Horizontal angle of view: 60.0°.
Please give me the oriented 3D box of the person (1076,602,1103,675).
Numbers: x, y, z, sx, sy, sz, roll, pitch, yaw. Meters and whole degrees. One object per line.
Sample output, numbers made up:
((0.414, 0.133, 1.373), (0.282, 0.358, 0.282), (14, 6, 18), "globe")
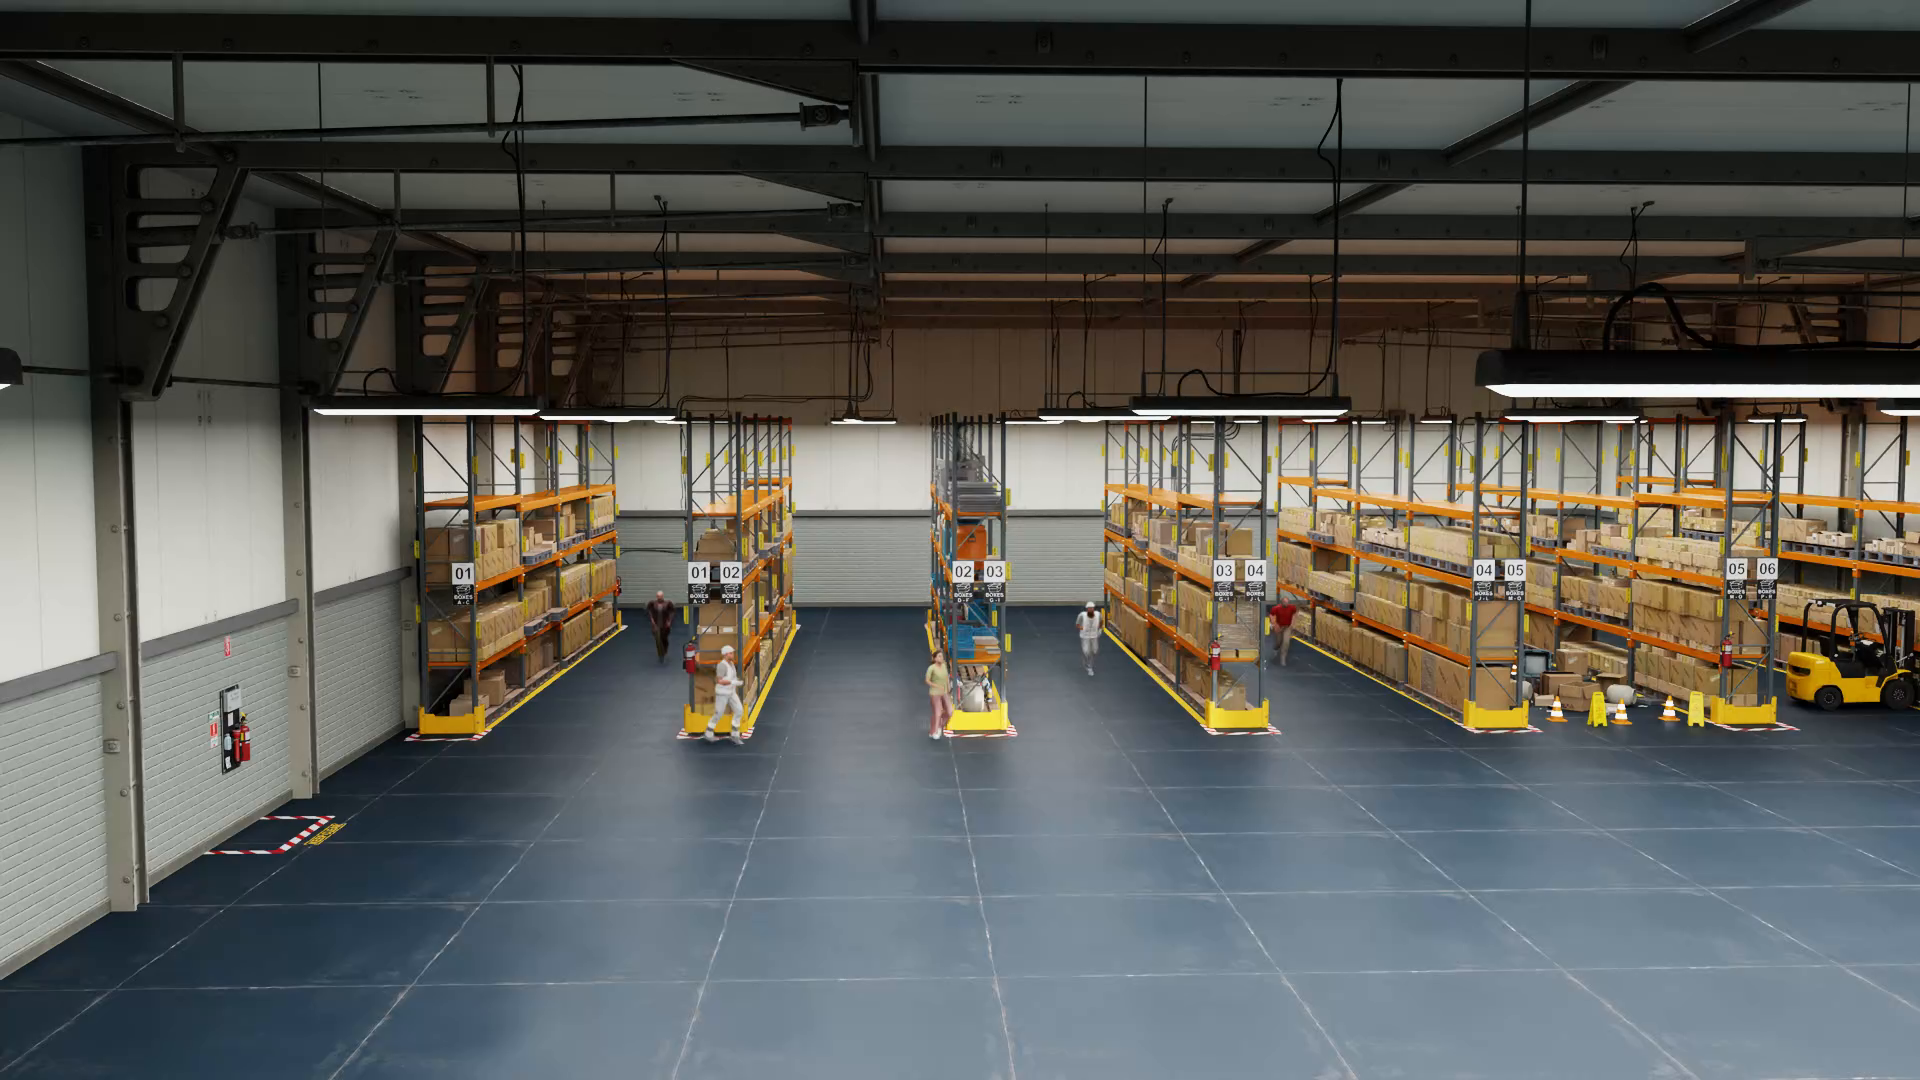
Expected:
((3.003, 2.272, 38.349), (0.673, 1.719, 0.720), (0, 4, -4), "person")

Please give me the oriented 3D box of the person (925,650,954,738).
((-0.357, 2.826, 30.418), (0.616, 1.629, 0.552), (-3, 5, -39), "person")

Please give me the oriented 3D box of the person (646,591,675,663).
((-7.332, 2.093, 40.831), (0.702, 1.734, 1.025), (0, 4, -2), "person")

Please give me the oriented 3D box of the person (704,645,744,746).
((-4.216, 2.800, 29.868), (0.835, 1.831, 0.589), (2, 4, 25), "person")

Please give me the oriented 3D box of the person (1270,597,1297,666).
((7.809, 2.180, 40.338), (0.674, 1.691, 0.952), (0, 4, -6), "person")
